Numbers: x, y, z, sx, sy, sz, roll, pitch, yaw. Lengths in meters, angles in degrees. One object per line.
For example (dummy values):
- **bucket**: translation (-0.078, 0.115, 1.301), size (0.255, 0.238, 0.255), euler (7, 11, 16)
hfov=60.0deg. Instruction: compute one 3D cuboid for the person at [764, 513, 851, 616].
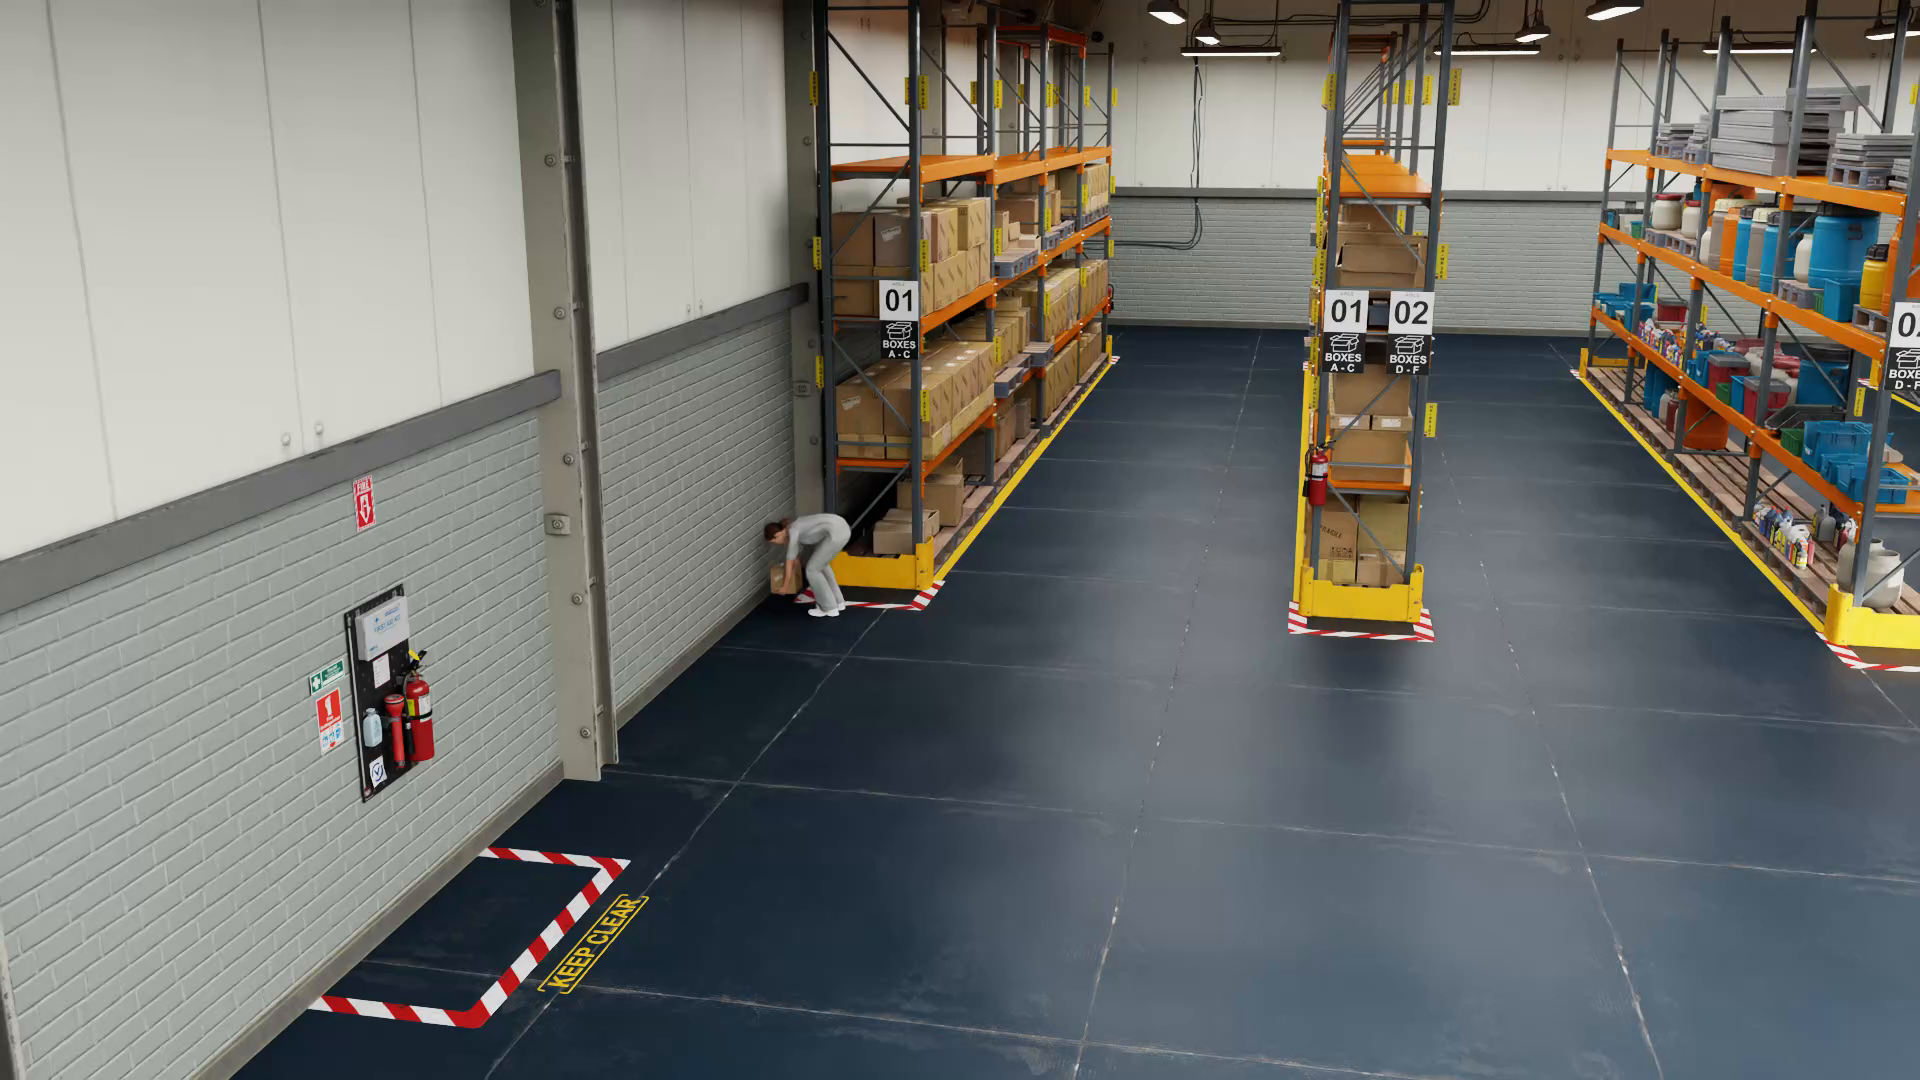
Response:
- **person**: translation (-1.510, 0.231, 16.468), size (0.866, 0.998, 0.446), euler (2, 15, 9)
